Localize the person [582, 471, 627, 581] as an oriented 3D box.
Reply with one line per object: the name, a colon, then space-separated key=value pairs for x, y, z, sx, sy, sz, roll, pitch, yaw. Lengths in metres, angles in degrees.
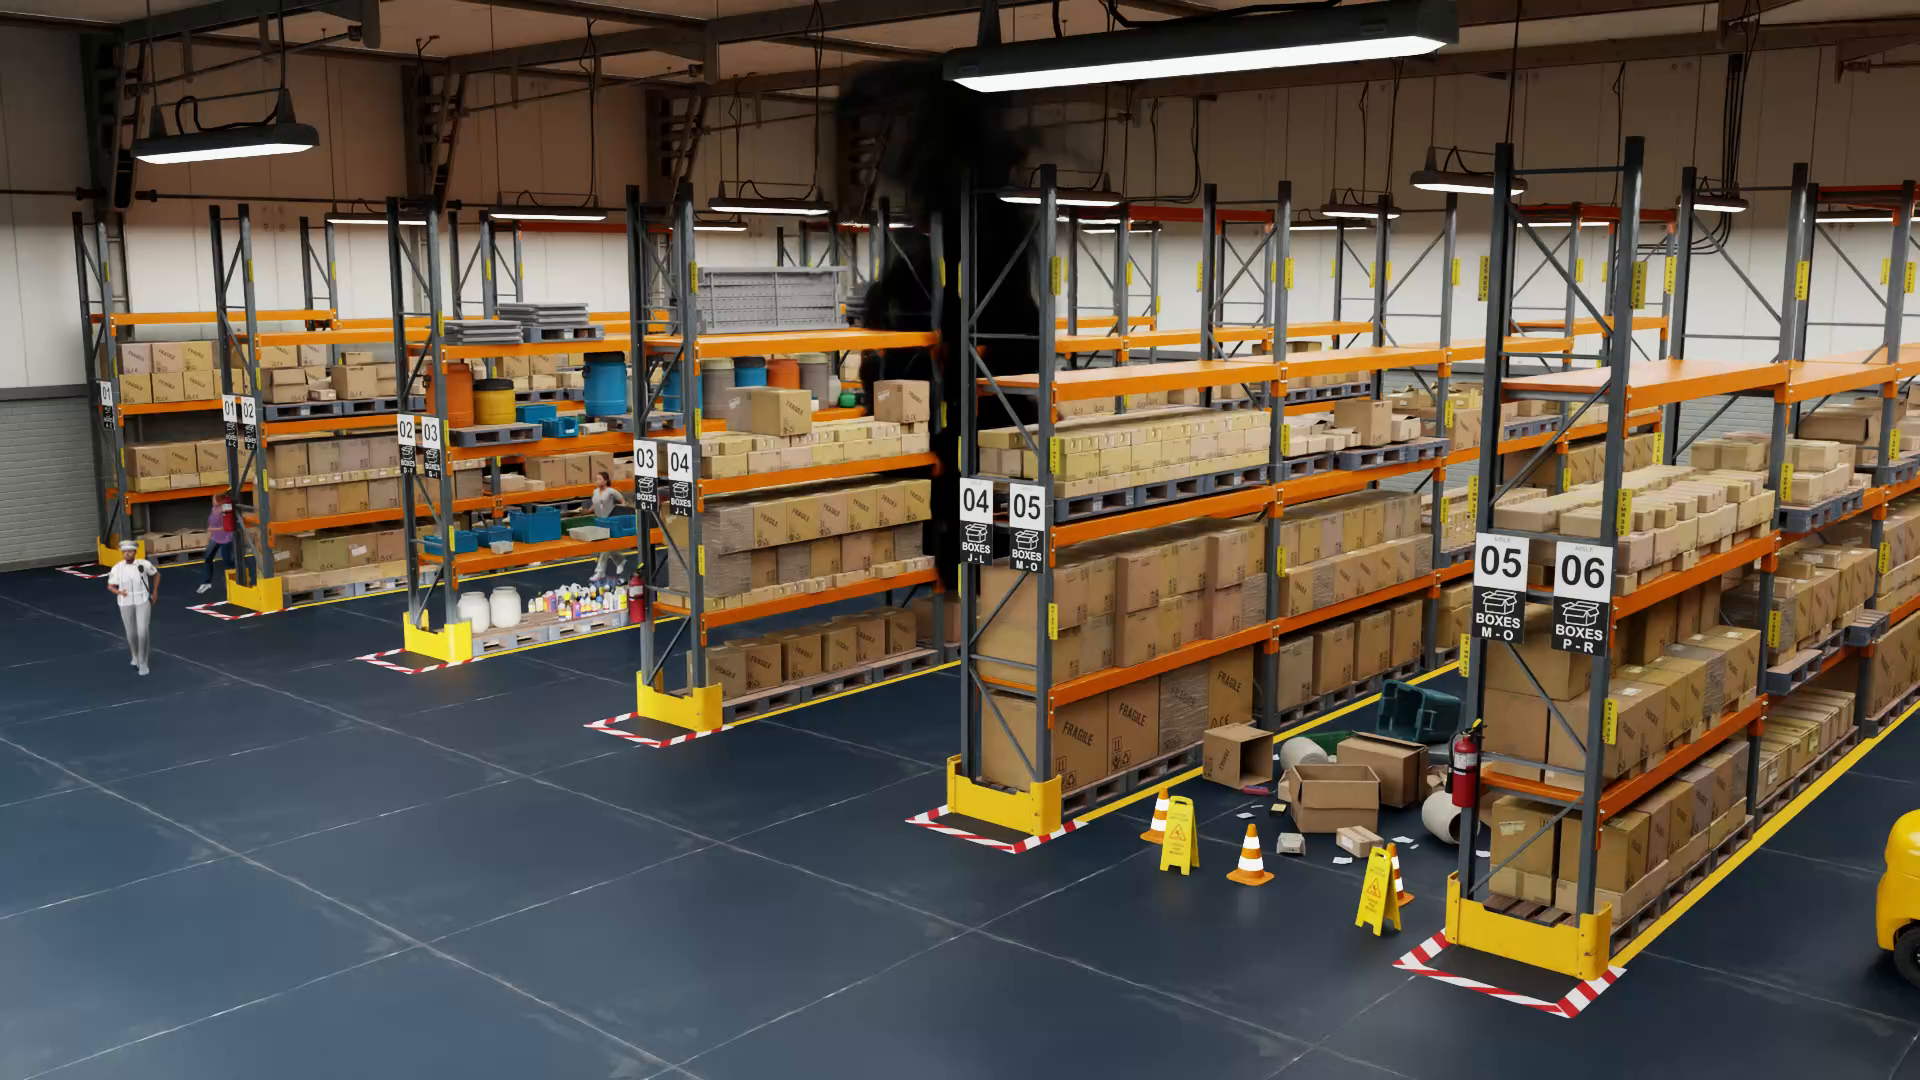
person: x=-5.501 y=-0.247 z=25.947 sx=0.550 sy=1.671 sz=0.855 roll=6 pitch=11 yaw=32

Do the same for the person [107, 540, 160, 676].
person: x=-10.499 y=0.852 z=21.166 sx=0.576 sy=1.740 sz=0.726 roll=-3 pitch=10 yaw=-18

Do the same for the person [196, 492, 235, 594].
person: x=-11.672 y=0.026 z=26.381 sx=0.555 sy=1.605 sz=0.826 roll=6 pitch=11 yaw=32
